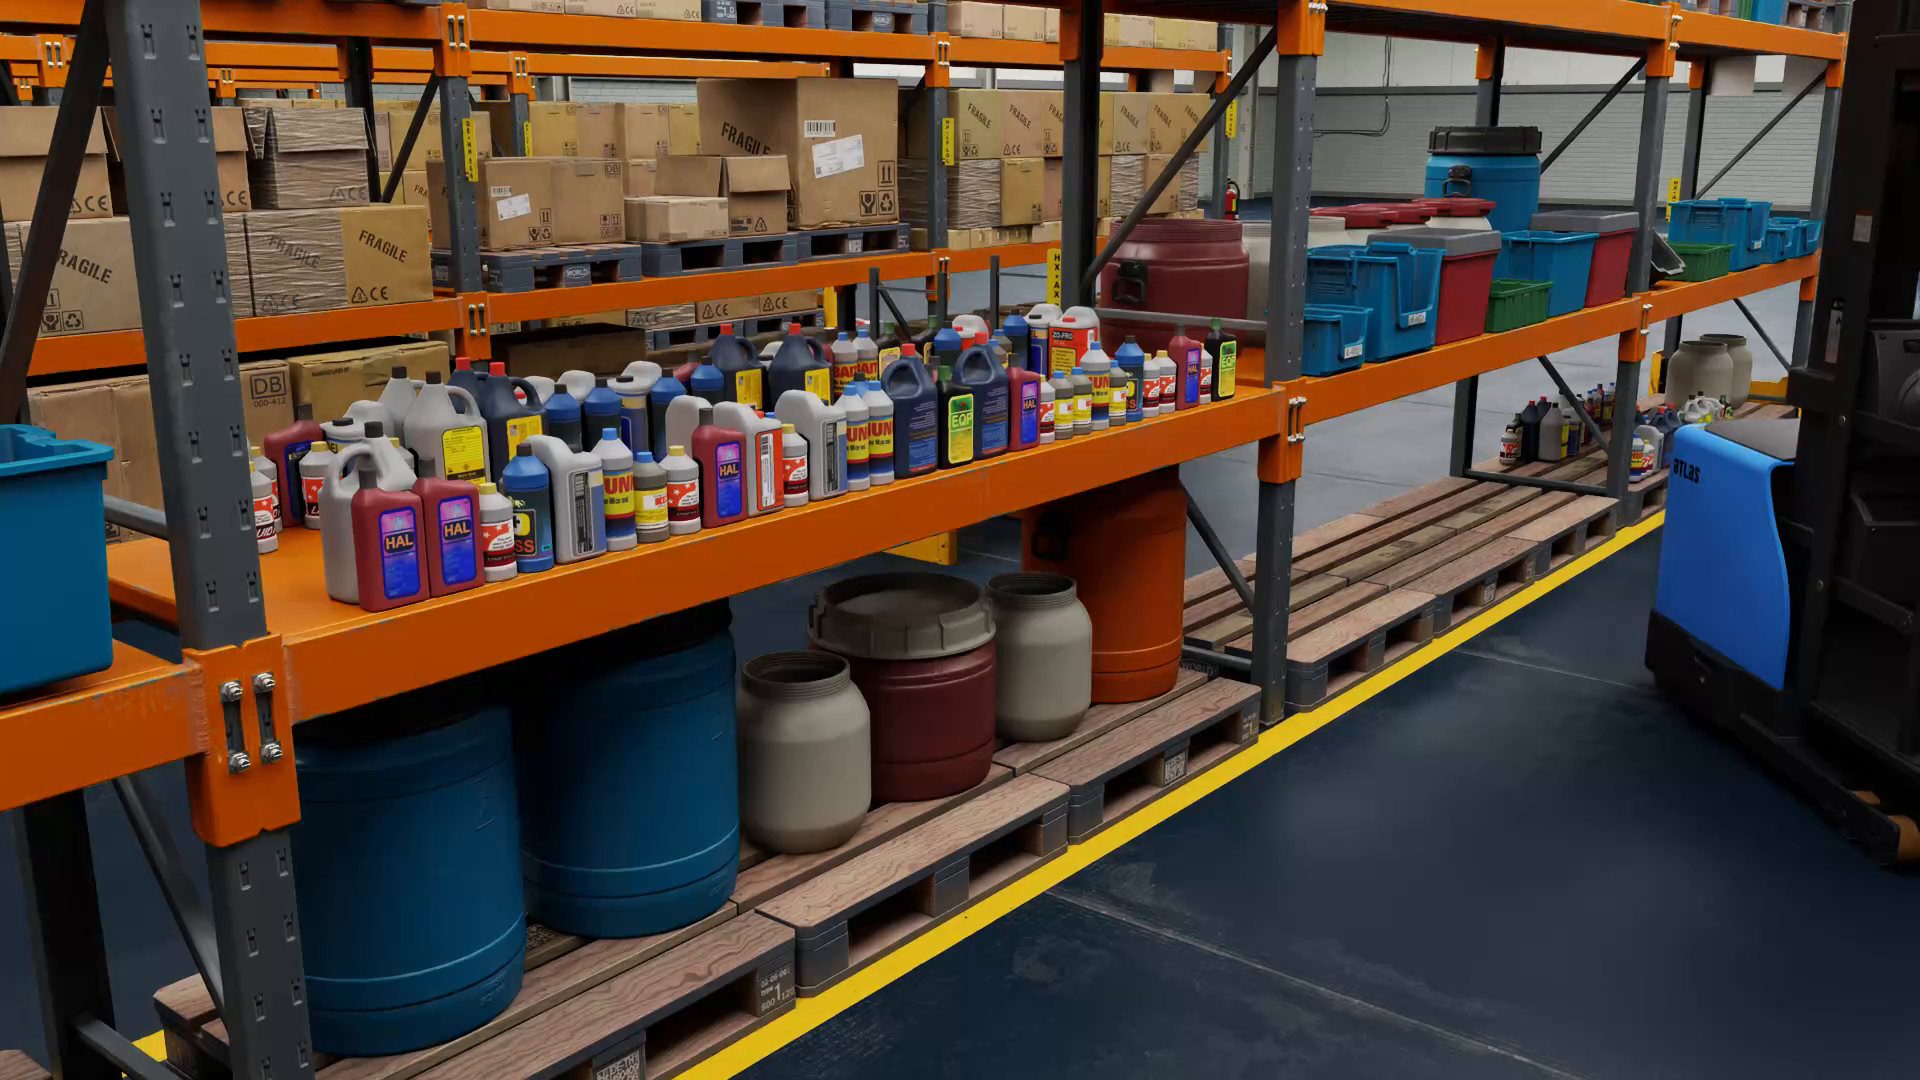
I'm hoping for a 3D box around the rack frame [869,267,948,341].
[{"bbox_3d":[-0.266,-0.646,8.619,0.500,1.500,0.032,11,18,38],"label":"rack frame"}]

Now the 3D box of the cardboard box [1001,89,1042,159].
[{"bbox_3d":[0.274,-3.179,12.708,0.500,0.500,0.500,11,18,38],"label":"cardboard box"}]

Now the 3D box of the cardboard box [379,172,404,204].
[{"bbox_3d":[-5.069,-2.860,14.085,0.500,0.500,0.500,11,18,38],"label":"cardboard box"}]

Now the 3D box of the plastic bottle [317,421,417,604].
[{"bbox_3d":[-1.196,-0.062,3.374,0.144,0.351,0.185,11,18,38],"label":"plastic bottle"}]

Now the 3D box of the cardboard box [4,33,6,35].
[{"bbox_3d":[-9.524,-5.230,16.980,0.500,0.250,0.500,11,18,37],"label":"cardboard box"}]

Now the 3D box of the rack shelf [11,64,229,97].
[{"bbox_3d":[-9.484,-4.615,16.566,1.077,0.370,4.000,11,18,38],"label":"rack shelf"}]

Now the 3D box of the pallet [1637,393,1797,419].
[{"bbox_3d":[5.321,-0.831,11.964,1.003,0.211,1.213,11,18,38],"label":"pallet"}]

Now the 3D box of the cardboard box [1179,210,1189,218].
[{"bbox_3d":[1.819,-2.869,14.835,0.380,0.149,0.250,11,18,38],"label":"cardboard box"}]

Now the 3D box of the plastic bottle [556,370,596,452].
[{"bbox_3d":[-1.067,-0.318,4.536,0.152,0.276,0.135,11,18,38],"label":"plastic bottle"}]

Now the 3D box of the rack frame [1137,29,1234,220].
[{"bbox_3d":[1.995,-3.125,15.333,1.000,3.000,0.127,11,18,38],"label":"rack frame"}]

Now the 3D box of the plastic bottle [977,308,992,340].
[{"bbox_3d":[0.054,-0.681,5.950,0.061,0.283,0.133,11,18,38],"label":"plastic bottle"}]

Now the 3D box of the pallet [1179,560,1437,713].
[{"bbox_3d":[1.336,0.382,7.189,1.003,0.211,1.213,11,18,38],"label":"pallet"}]

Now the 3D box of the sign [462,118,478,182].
[{"bbox_3d":[-2.599,-2.069,8.824,0.100,0.325,0.005,11,18,38],"label":"sign"}]

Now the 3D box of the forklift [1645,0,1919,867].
[{"bbox_3d":[3.380,-0.488,5.092,1.130,2.935,3.031,-1,14,-2],"label":"forklift"}]

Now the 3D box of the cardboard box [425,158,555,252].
[{"bbox_3d":[-2.725,-1.955,9.670,0.500,0.500,0.500,9,17,31],"label":"cardboard box"}]

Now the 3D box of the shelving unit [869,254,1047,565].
[{"bbox_3d":[0.048,-0.742,8.996,0.587,1.500,1.083,11,18,38],"label":"shelving unit"}]

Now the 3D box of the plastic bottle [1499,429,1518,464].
[{"bbox_3d":[3.319,-0.567,10.054,0.097,0.201,0.097,0,14,0],"label":"plastic bottle"}]

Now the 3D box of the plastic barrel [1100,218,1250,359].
[{"bbox_3d":[0.875,-1.028,6.803,0.600,0.536,0.708,11,18,38],"label":"plastic barrel"}]

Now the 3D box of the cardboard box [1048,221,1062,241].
[{"bbox_3d":[0.616,-2.475,13.285,0.380,0.149,0.250,11,18,38],"label":"cardboard box"}]

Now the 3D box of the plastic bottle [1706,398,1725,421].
[{"bbox_3d":[4.854,-0.788,10.772,0.152,0.276,0.135,11,18,38],"label":"plastic bottle"}]

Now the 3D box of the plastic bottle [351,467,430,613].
[{"bbox_3d":[-1.133,-0.008,3.301,0.061,0.283,0.133,11,18,38],"label":"plastic bottle"}]

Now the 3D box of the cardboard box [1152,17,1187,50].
[{"bbox_3d":[1.578,-4.279,14.086,0.500,0.250,0.500,11,18,38],"label":"cardboard box"}]

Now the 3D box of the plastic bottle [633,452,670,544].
[{"bbox_3d":[-0.722,-0.101,3.831,0.097,0.201,0.097,0,14,0],"label":"plastic bottle"}]

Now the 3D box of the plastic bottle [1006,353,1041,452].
[{"bbox_3d":[0.178,-0.408,4.873,0.061,0.283,0.133,11,18,38],"label":"plastic bottle"}]

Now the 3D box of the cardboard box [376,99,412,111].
[{"bbox_3d":[-6.850,-4.921,19.564,0.700,0.500,0.500,11,18,37],"label":"cardboard box"}]

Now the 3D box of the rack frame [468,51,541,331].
[{"bbox_3d":[-4.314,-3.146,15.415,1.000,3.000,0.127,11,18,38],"label":"rack frame"}]

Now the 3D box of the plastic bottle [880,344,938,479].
[{"bbox_3d":[-0.154,-0.356,4.530,0.144,0.351,0.185,11,18,38],"label":"plastic bottle"}]

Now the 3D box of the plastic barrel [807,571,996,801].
[{"bbox_3d":[-0.185,0.451,5.300,0.600,0.588,0.708,11,18,38],"label":"plastic barrel"}]

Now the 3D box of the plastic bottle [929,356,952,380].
[{"bbox_3d":[-0.050,-0.395,4.822,0.061,0.283,0.133,11,18,38],"label":"plastic bottle"}]

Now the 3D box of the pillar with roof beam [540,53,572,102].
[{"bbox_3d":[-3.595,-8.823,25.577,9.100,9.000,0.400,11,18,38],"label":"pillar with roof beam"}]

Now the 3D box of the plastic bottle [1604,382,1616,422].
[{"bbox_3d":[4.465,-0.951,11.421,0.097,0.271,0.097,0,14,0],"label":"plastic bottle"}]

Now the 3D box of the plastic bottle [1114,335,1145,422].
[{"bbox_3d":[0.543,-0.520,5.340,0.097,0.271,0.097,0,14,0],"label":"plastic bottle"}]

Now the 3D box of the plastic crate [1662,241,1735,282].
[{"bbox_3d":[4.406,-1.706,10.178,0.450,0.188,0.662,11,18,38],"label":"plastic crate"}]

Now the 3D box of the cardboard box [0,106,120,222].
[{"bbox_3d":[-4.334,-1.737,7.626,0.797,0.503,0.637,12,19,39],"label":"cardboard box"}]

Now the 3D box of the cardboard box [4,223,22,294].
[{"bbox_3d":[-4.434,-1.117,7.226,0.500,0.500,0.500,11,18,36],"label":"cardboard box"}]

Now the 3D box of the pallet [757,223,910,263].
[{"bbox_3d":[-1.113,-2.142,11.854,1.003,0.211,1.213,11,18,38],"label":"pallet"}]

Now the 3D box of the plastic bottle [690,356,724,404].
[{"bbox_3d":[-0.739,-0.403,4.879,0.097,0.271,0.097,0,14,0],"label":"plastic bottle"}]

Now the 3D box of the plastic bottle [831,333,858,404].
[{"bbox_3d":[-0.379,-0.537,5.404,0.097,0.271,0.097,0,14,0],"label":"plastic bottle"}]

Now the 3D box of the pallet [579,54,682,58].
[{"bbox_3d":[-3.024,-4.945,16.583,1.003,0.211,1.213,11,18,38],"label":"pallet"}]

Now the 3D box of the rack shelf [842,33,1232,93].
[{"bbox_3d":[0.738,-3.847,13.545,1.077,0.370,4.000,11,18,38],"label":"rack shelf"}]

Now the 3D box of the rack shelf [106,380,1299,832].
[{"bbox_3d":[-0.438,-0.095,4.866,1.077,0.370,4.000,11,18,38],"label":"rack shelf"}]

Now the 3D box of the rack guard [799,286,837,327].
[{"bbox_3d":[-1.784,-2.705,18.757,1.175,0.500,0.348,11,18,38],"label":"rack guard"}]

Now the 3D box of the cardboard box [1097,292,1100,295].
[{"bbox_3d":[1.589,-2.000,15.129,0.500,0.500,0.500,-12,18,-39],"label":"cardboard box"}]

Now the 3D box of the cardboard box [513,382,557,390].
[{"bbox_3d":[-2.628,-0.726,10.073,0.700,0.500,0.500,10,17,35],"label":"cardboard box"}]

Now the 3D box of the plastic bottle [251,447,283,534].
[{"bbox_3d":[-1.647,-0.116,3.892,0.097,0.201,0.097,0,14,0],"label":"plastic bottle"}]

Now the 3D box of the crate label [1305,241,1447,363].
[{"bbox_3d":[1.654,-0.992,6.865,0.502,0.435,0.616,11,18,38],"label":"crate label"}]

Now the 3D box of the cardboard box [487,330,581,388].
[{"bbox_3d":[-2.636,-1.091,9.987,0.500,0.250,0.500,12,19,40],"label":"cardboard box"}]

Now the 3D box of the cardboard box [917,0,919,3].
[{"bbox_3d":[-0.301,-4.078,12.485,0.380,0.149,0.250,12,18,38],"label":"cardboard box"}]

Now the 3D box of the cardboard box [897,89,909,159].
[{"bbox_3d":[-0.450,-3.165,12.653,0.500,0.500,0.500,11,18,38],"label":"cardboard box"}]

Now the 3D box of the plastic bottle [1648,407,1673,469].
[{"bbox_3d":[4.163,-0.613,9.928,0.144,0.351,0.185,12,18,39],"label":"plastic bottle"}]

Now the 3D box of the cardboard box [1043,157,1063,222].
[{"bbox_3d":[0.389,-2.830,13.364,0.875,0.500,0.500,11,18,38],"label":"cardboard box"}]

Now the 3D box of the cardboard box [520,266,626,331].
[{"bbox_3d":[-3.864,-2.430,16.057,0.875,0.875,0.875,12,18,38],"label":"cardboard box"}]

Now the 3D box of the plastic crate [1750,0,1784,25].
[{"bbox_3d":[4.883,-3.393,10.328,0.392,0.384,0.575,11,18,38],"label":"plastic crate"}]

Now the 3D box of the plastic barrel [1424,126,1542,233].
[{"bbox_3d":[2.855,-1.809,9.132,0.600,0.901,0.708,11,18,38],"label":"plastic barrel"}]

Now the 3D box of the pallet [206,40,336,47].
[{"bbox_3d":[-5.764,-4.089,13.416,1.003,0.211,1.213,12,19,40],"label":"pallet"}]

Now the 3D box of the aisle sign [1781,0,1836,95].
[{"bbox_3d":[6.123,-3.587,11.869,0.394,0.787,0.004,11,18,38],"label":"aisle sign"}]

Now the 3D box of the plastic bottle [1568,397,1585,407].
[{"bbox_3d":[3.943,-0.783,10.751,0.152,0.276,0.135,12,18,39],"label":"plastic bottle"}]

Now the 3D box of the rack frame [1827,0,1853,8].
[{"bbox_3d":[5.847,-5.266,11.577,1.000,3.000,0.127,11,18,38],"label":"rack frame"}]
